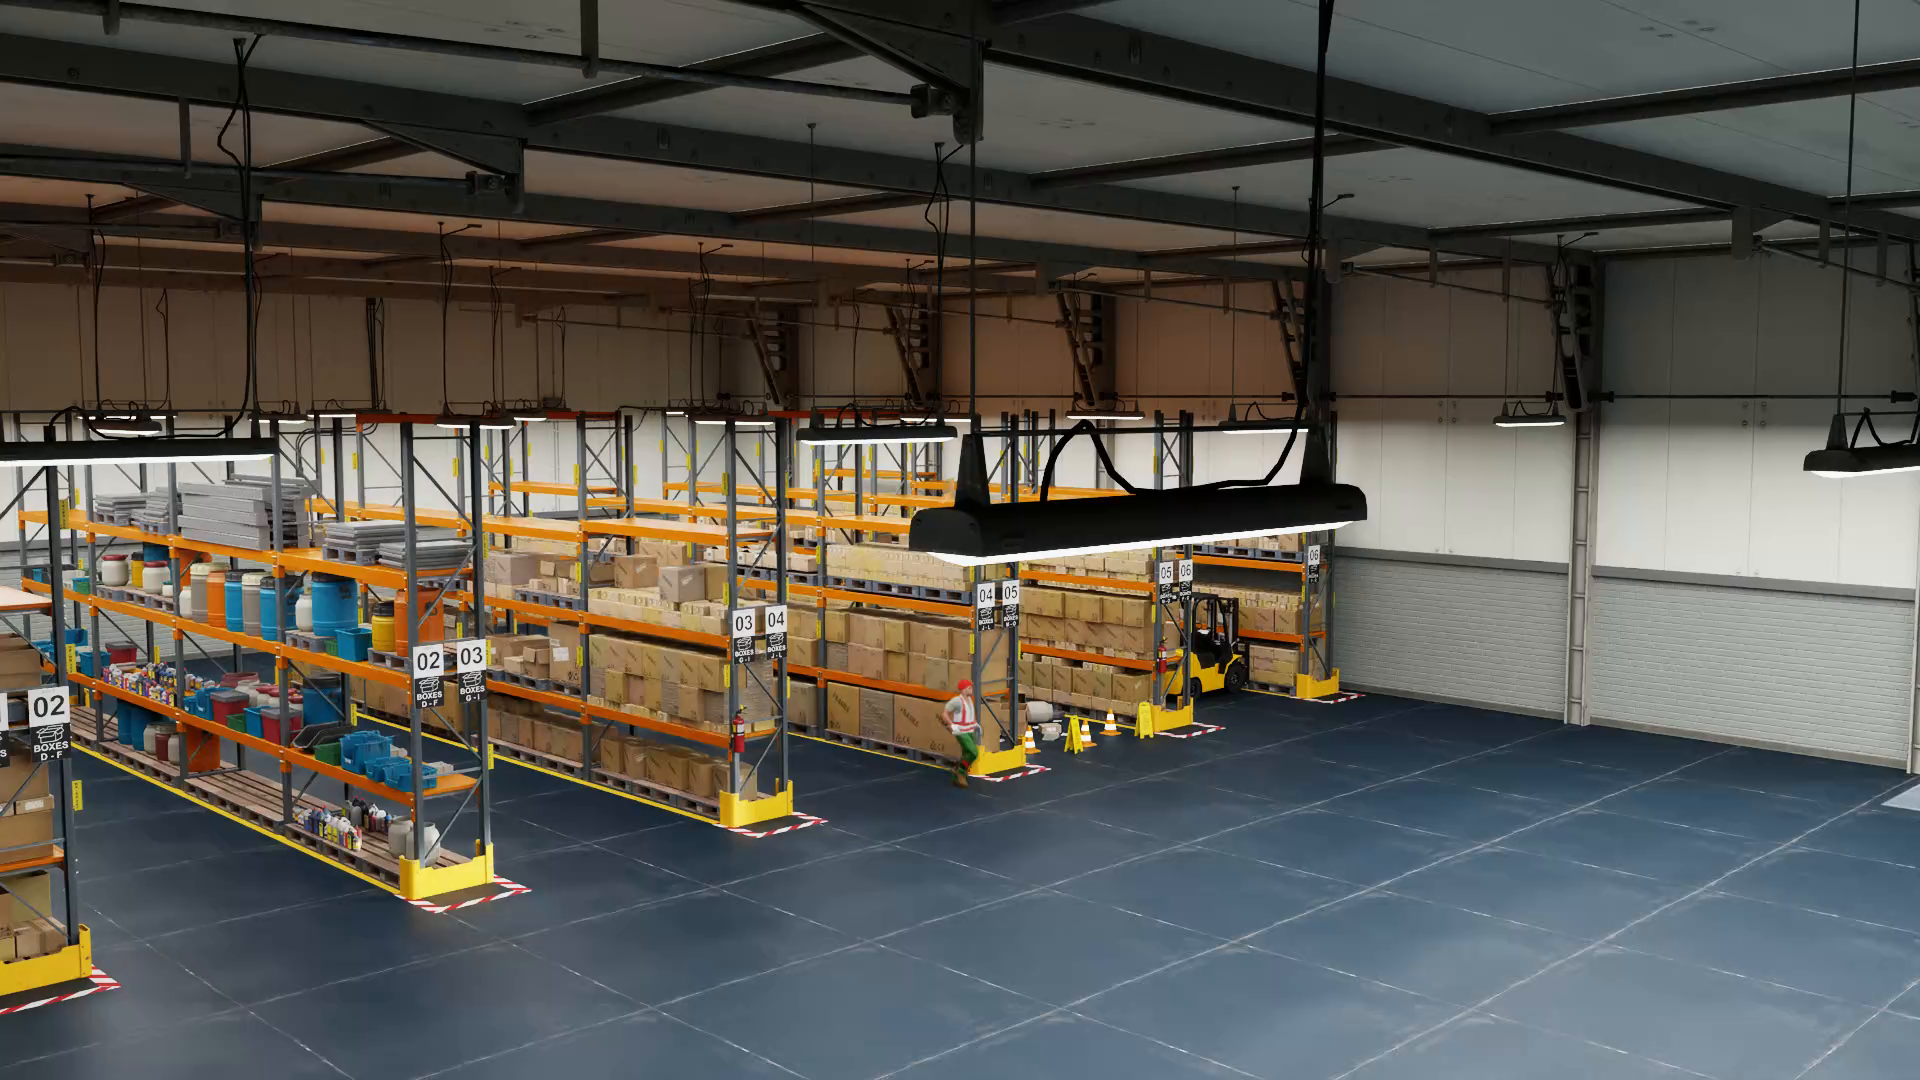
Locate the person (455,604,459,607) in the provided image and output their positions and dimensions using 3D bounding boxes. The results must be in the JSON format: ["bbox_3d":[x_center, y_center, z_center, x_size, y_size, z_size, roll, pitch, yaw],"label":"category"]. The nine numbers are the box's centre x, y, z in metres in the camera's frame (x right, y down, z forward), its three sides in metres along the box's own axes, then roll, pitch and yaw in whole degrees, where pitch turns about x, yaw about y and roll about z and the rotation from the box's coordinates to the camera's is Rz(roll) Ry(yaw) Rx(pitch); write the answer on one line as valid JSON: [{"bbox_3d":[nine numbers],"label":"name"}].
[{"bbox_3d":[-11.398,2.233,37.706,0.647,1.616,0.650,-3,6,-34],"label":"person"}]

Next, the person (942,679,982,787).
[{"bbox_3d":[0.101,3.121,26.831,0.584,1.745,0.678,3,6,32],"label":"person"}]
